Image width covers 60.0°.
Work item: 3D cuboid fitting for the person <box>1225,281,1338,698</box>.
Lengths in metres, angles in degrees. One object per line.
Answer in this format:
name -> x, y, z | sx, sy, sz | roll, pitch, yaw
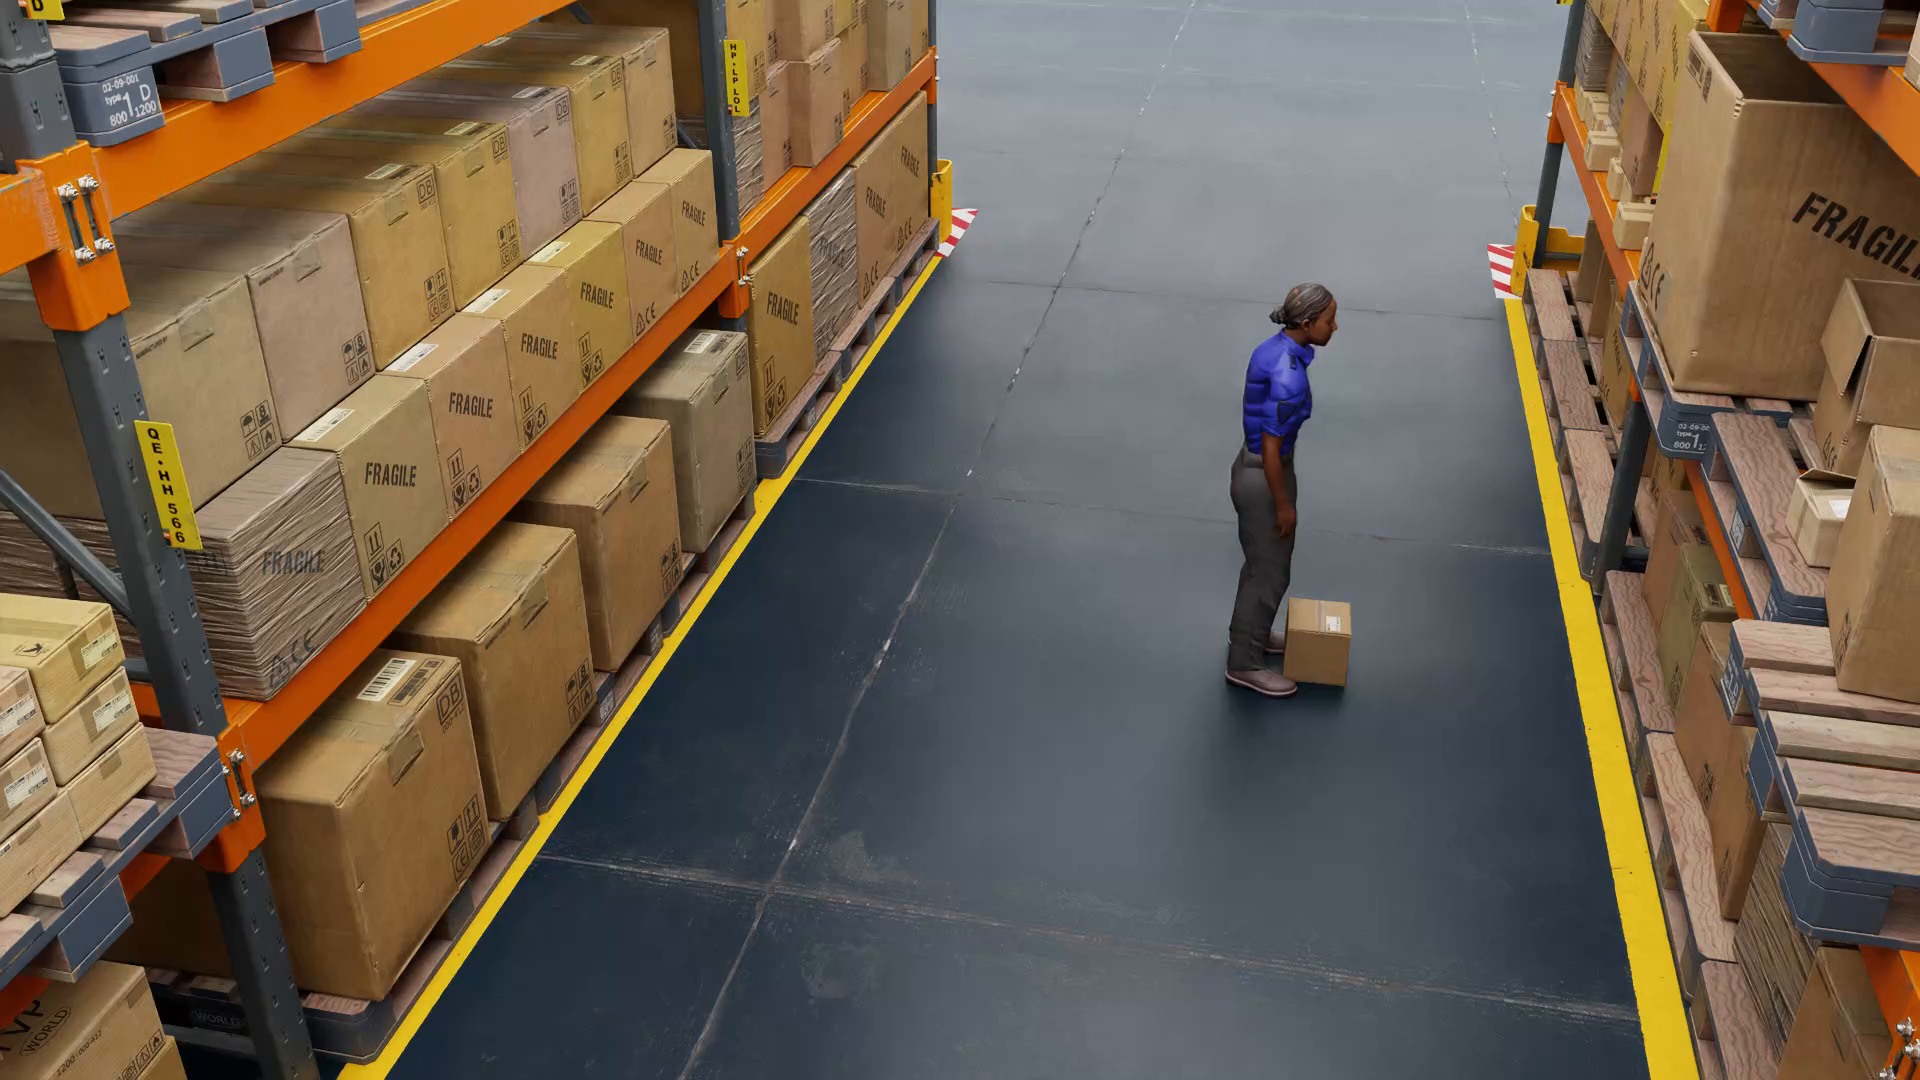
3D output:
person -> 1.236, -0.219, 6.524 | 0.346, 1.656, 0.530 | 5, 29, 8
